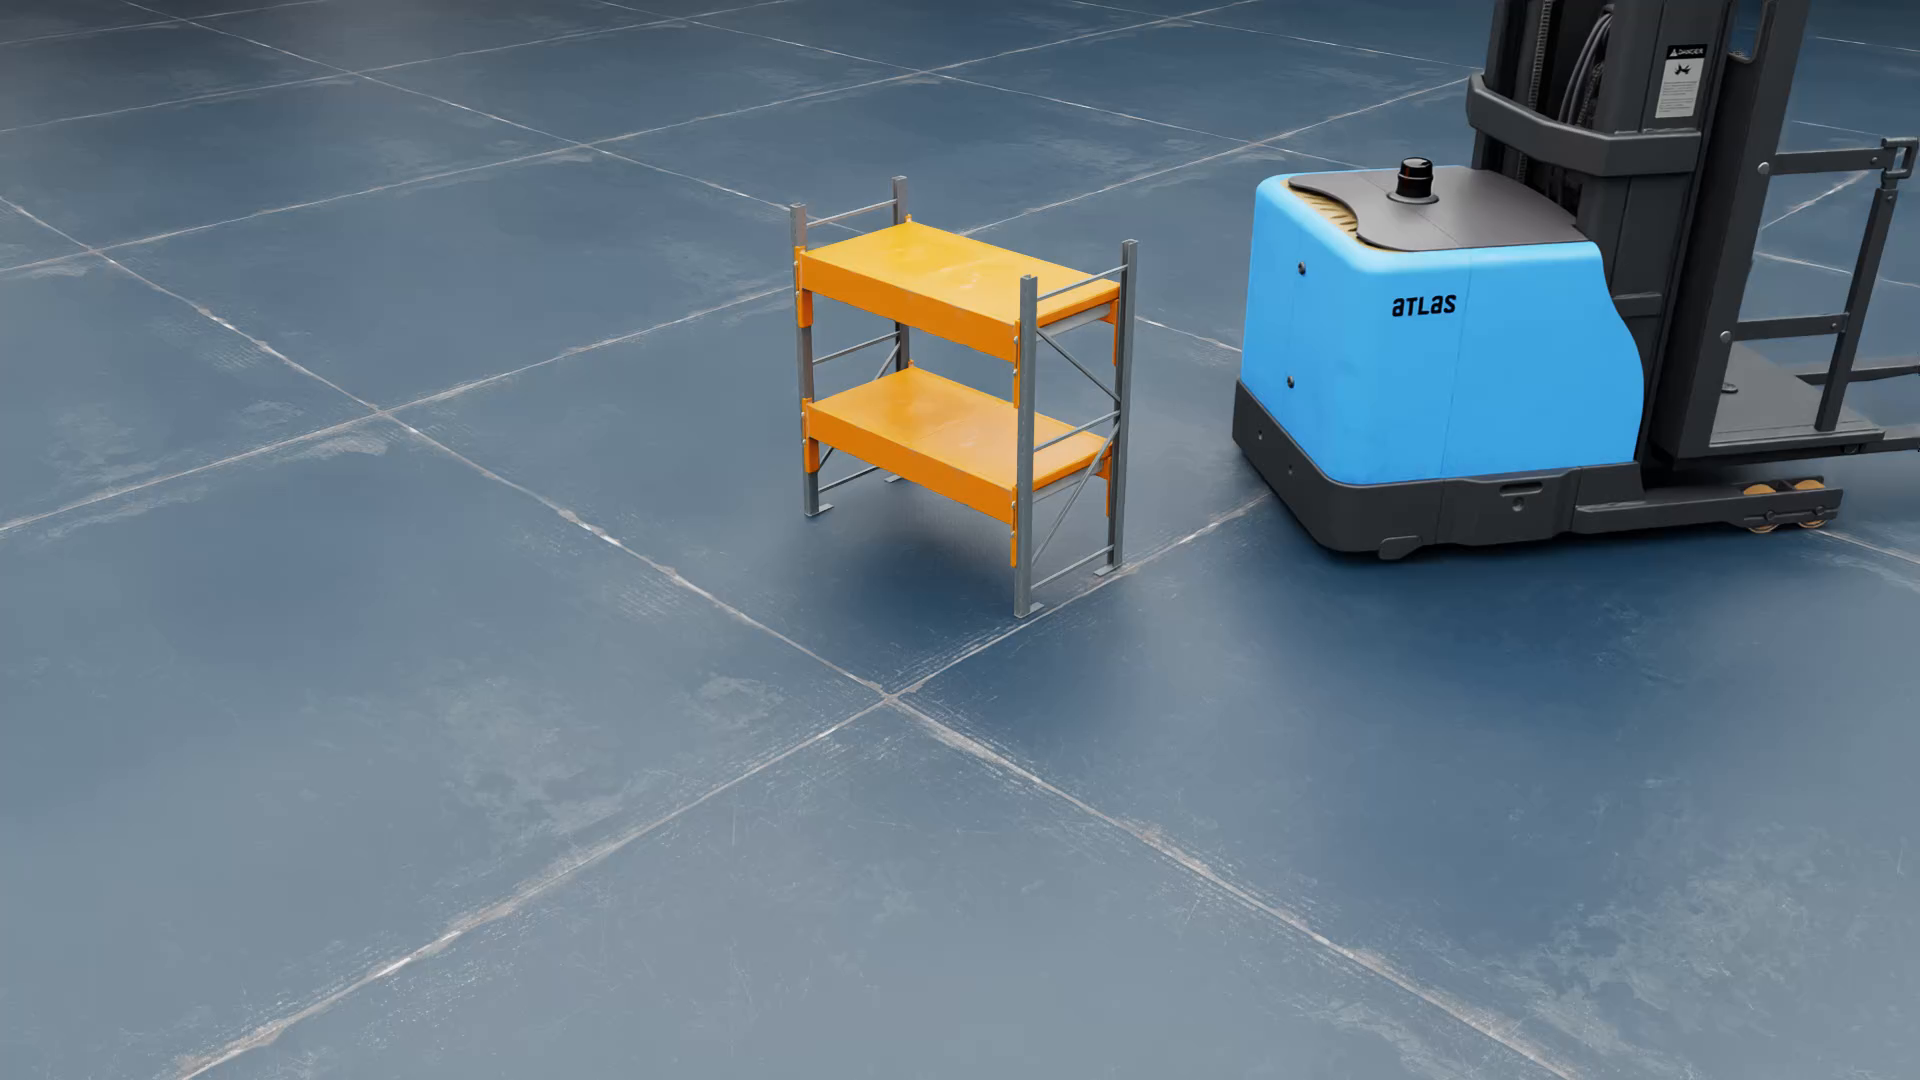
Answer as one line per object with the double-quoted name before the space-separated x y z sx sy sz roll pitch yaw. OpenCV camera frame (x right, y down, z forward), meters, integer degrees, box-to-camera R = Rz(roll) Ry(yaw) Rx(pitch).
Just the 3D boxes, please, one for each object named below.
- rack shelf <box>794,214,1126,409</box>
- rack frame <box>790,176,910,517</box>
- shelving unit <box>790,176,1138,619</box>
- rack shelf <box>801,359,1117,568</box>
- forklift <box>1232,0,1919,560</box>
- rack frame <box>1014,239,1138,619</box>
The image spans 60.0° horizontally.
"rack shelf" -0.005 -0.759 5.356 1.000 0.278 0.538 25 36 38
"rack frame" -0.367 -0.666 5.808 0.032 1.125 0.500 25 36 38
"shelving unit" -0.005 -0.500 5.492 1.048 1.125 0.538 25 36 38
"rack shelf" -0.005 -0.284 5.606 1.000 0.278 0.538 25 36 38
"forklift" 2.605 -1.557 5.562 3.031 2.935 1.130 -5 28 -10
"rack frame" 0.358 -0.334 5.177 0.032 1.125 0.500 25 36 38
